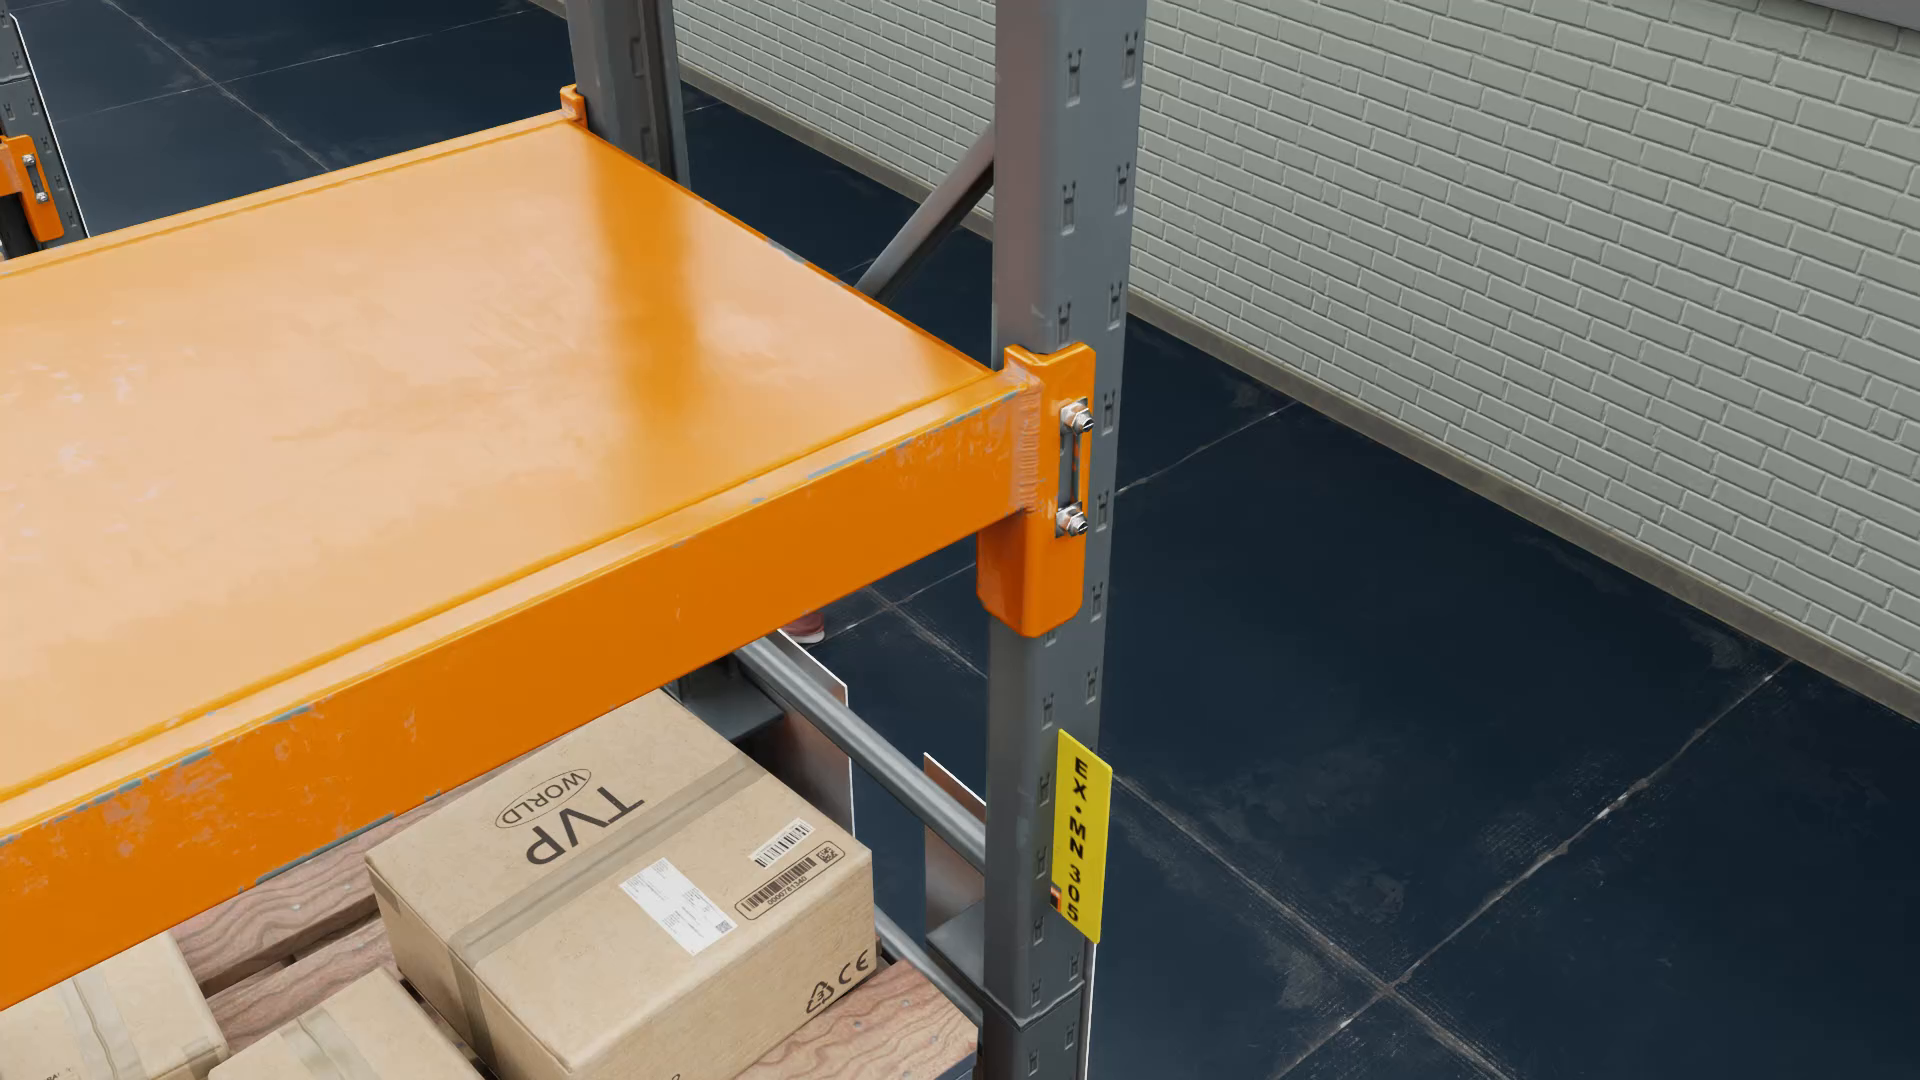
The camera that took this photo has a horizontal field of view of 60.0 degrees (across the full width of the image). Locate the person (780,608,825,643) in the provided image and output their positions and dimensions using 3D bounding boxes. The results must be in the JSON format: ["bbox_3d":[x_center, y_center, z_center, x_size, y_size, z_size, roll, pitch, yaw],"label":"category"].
[{"bbox_3d":[-0.947,-0.175,7.313,0.636,1.669,0.448,-20,40,-25],"label":"person"}]
